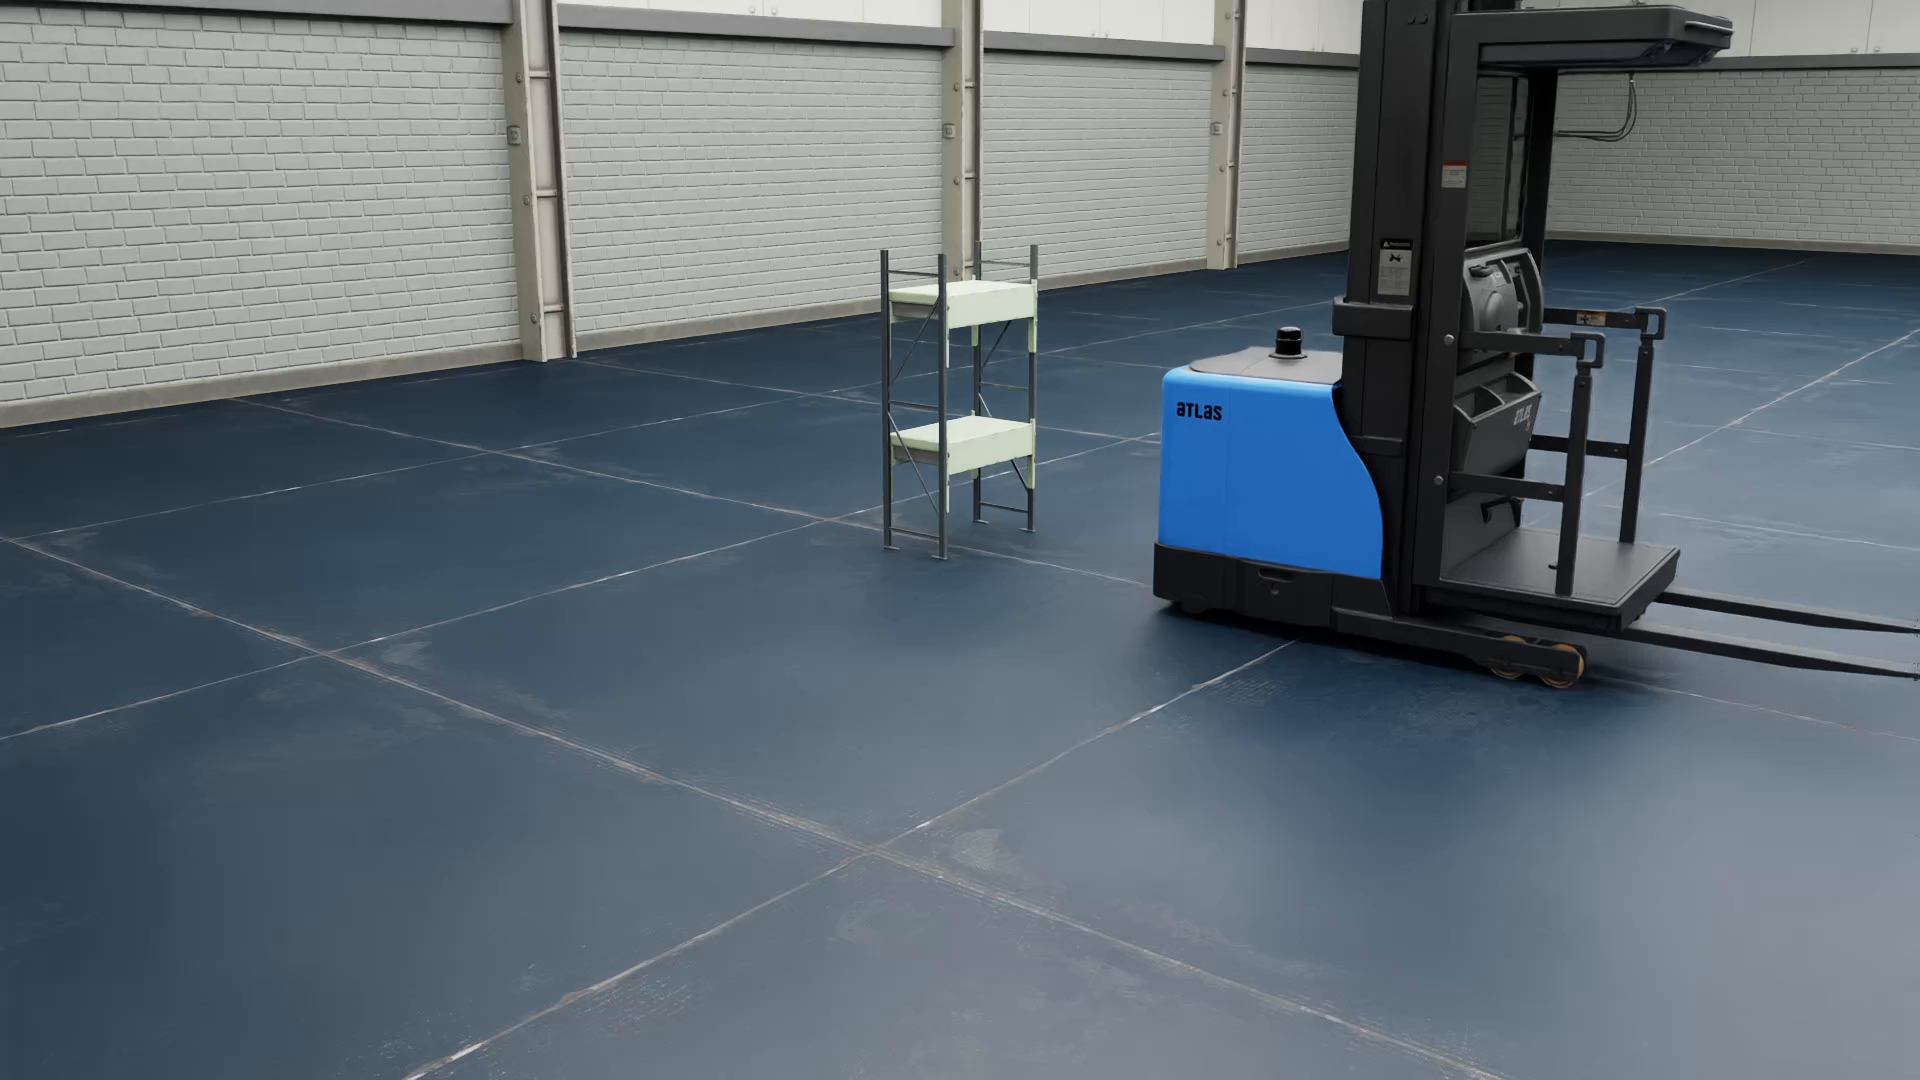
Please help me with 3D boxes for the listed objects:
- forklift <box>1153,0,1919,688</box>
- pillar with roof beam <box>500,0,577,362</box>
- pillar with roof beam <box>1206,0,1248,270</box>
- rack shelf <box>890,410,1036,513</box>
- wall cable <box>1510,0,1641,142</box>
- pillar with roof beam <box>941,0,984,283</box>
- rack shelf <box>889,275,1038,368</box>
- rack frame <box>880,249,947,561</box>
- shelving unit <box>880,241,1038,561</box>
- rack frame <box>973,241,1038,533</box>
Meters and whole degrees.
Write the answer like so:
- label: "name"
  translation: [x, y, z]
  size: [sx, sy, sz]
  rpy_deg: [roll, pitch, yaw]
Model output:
- label: "forklift"
  translation: [2.361, -1.000, 6.607]
  size: [3.031, 2.935, 1.130]
  rpy_deg: [10, 17, 33]
- label: "pillar with roof beam"
  translation: [-0.395, -5.356, 11.430]
  size: [9.100, 9.000, 0.400]
  rpy_deg: [11, 18, 38]
- label: "pillar with roof beam"
  translation: [7.147, -7.654, 20.476]
  size: [9.100, 9.000, 0.400]
  rpy_deg: [11, 18, 38]
- label: "rack shelf"
  translation: [0.004, -0.412, 8.524]
  size: [0.431, 0.370, 0.720]
  rpy_deg: [11, 18, 38]
- label: "wall cable"
  translation: [10.450, -8.324, 29.419]
  size: [3.097, 2.526, 0.112]
  rpy_deg: [11, 18, 38]
- label: "pillar with roof beam"
  translation: [3.376, -6.505, 15.953]
  size: [9.100, 9.000, 0.400]
  rpy_deg: [11, 18, 38]
- label: "rack shelf"
  translation: [0.004, -1.106, 8.347]
  size: [0.431, 0.370, 0.720]
  rpy_deg: [11, 18, 38]
- label: "rack frame"
  translation: [-0.226, -0.658, 8.167]
  size: [0.400, 1.500, 0.023]
  rpy_deg: [11, 18, 38]
- label: "shelving unit"
  translation: [0.004, -0.728, 8.443]
  size: [0.431, 1.500, 0.755]
  rpy_deg: [11, 18, 38]
- label: "rack frame"
  translation: [0.234, -0.798, 8.719]
  size: [0.400, 1.500, 0.023]
  rpy_deg: [11, 18, 38]
